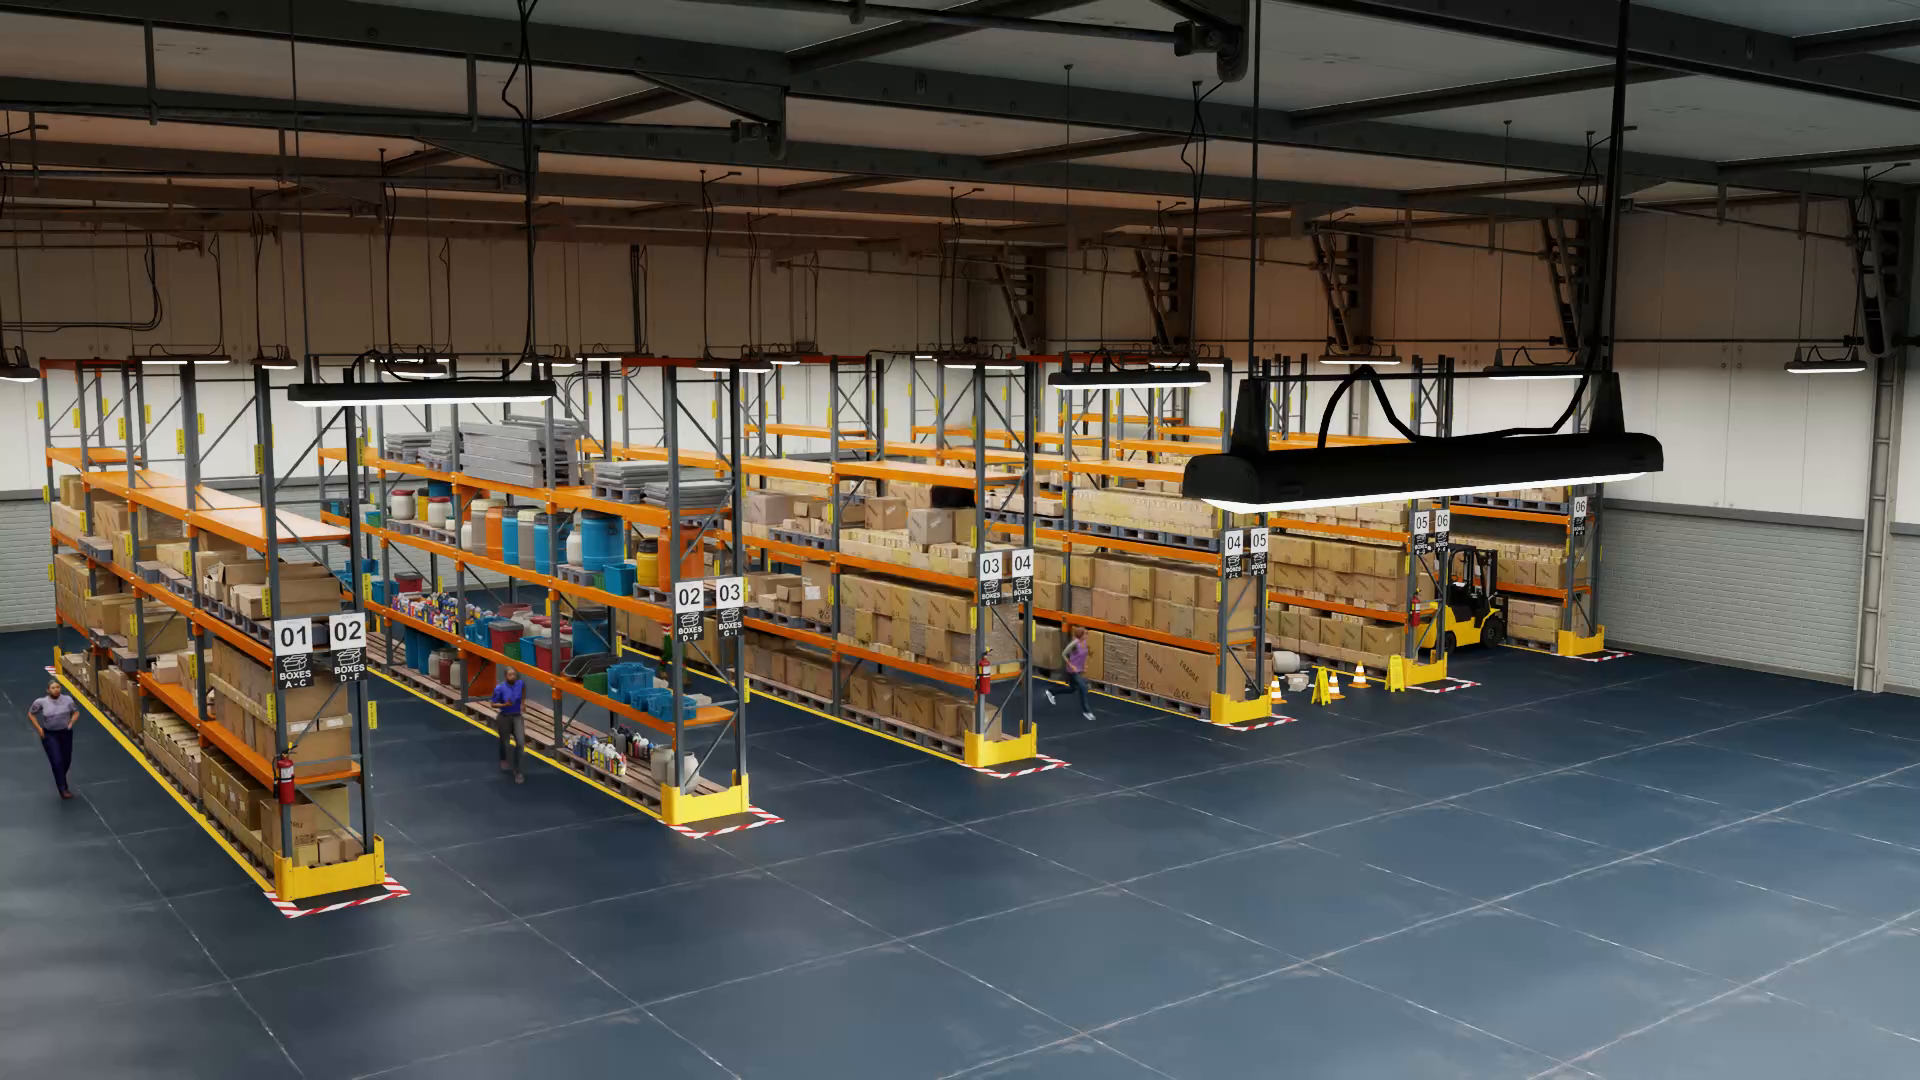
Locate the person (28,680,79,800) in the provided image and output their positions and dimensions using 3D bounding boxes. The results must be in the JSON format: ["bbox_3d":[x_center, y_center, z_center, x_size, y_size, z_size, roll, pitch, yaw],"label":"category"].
[{"bbox_3d":[-12.597,2.746,23.178,0.614,1.643,0.783,-6,9,-42],"label":"person"}]

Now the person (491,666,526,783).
[{"bbox_3d":[-6.530,2.655,24.100,0.582,1.723,0.885,-4,8,-29],"label":"person"}]

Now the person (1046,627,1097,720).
[{"bbox_3d":[1.864,2.218,27.960,0.942,1.587,0.536,4,8,28],"label":"person"}]

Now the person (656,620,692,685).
[{"bbox_3d":[-5.286,1.738,30.630,0.657,1.776,0.968,-6,9,-41],"label":"person"}]
